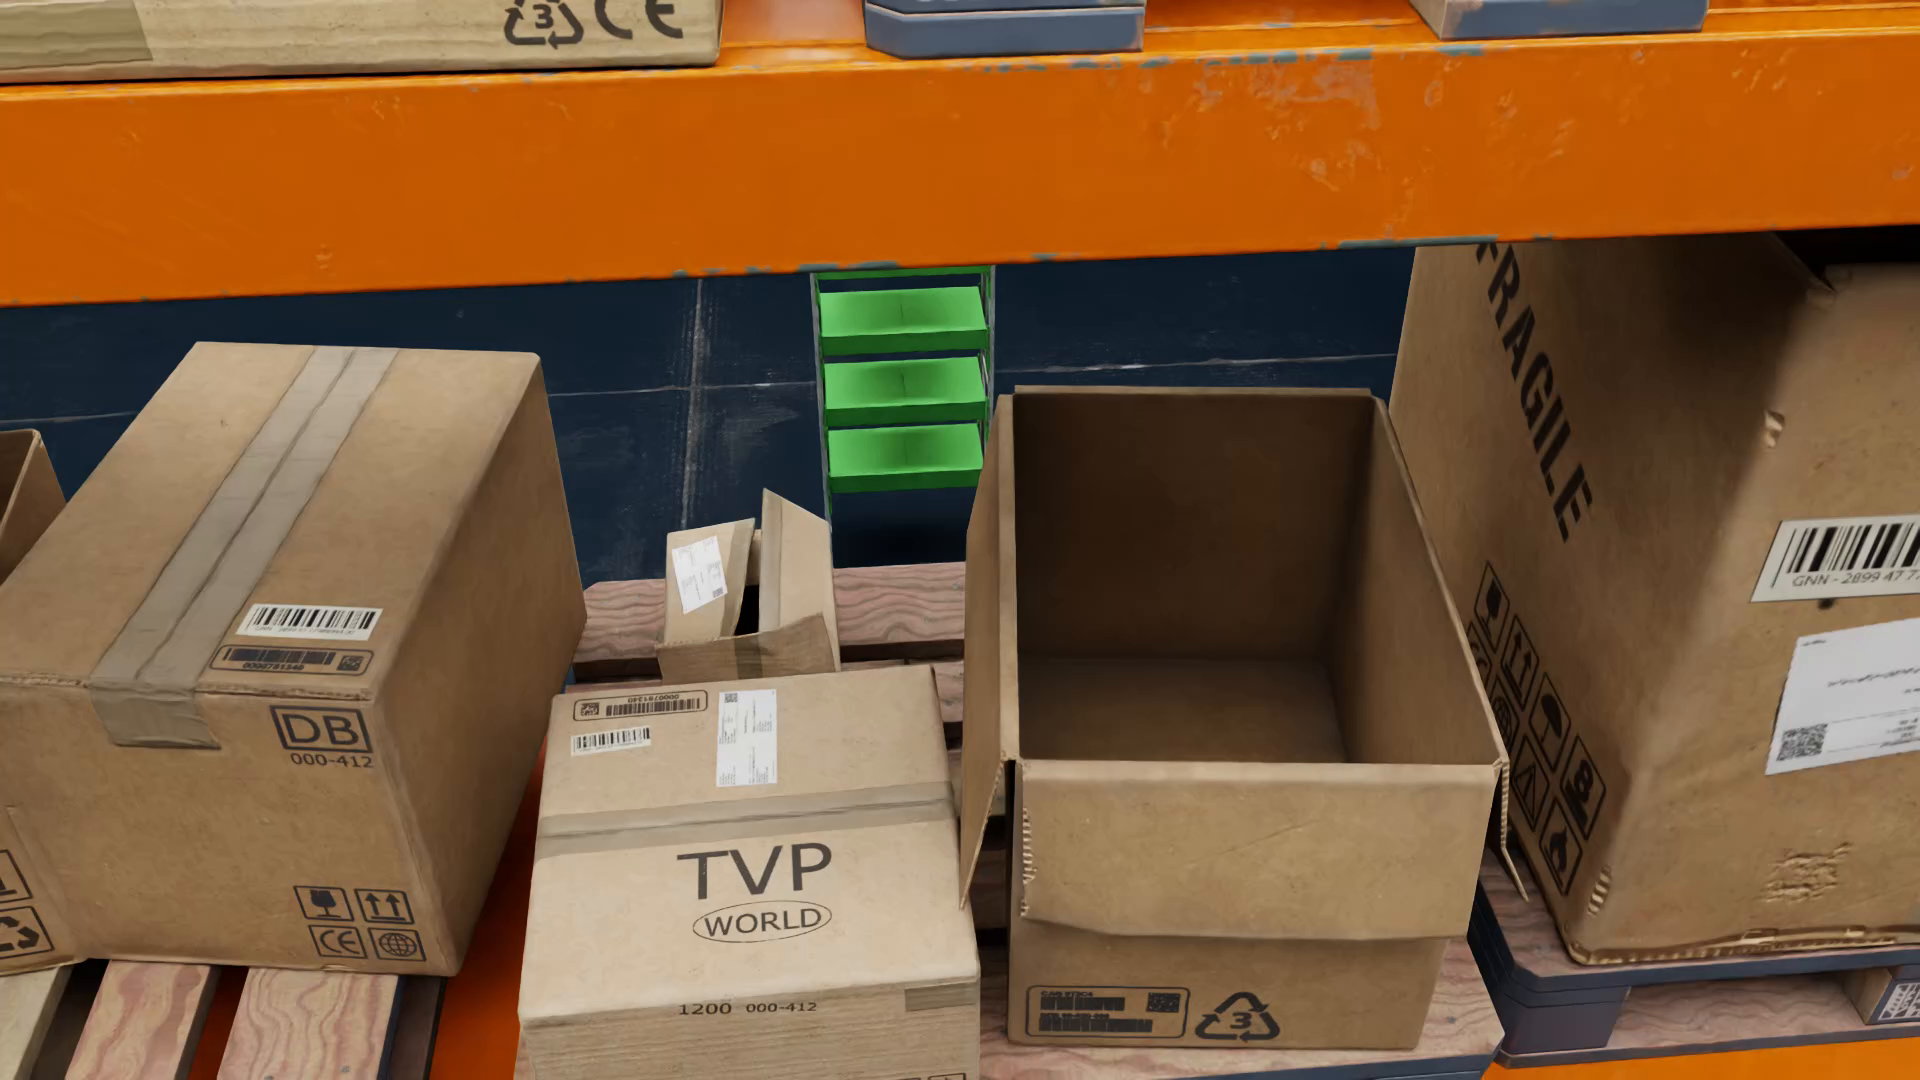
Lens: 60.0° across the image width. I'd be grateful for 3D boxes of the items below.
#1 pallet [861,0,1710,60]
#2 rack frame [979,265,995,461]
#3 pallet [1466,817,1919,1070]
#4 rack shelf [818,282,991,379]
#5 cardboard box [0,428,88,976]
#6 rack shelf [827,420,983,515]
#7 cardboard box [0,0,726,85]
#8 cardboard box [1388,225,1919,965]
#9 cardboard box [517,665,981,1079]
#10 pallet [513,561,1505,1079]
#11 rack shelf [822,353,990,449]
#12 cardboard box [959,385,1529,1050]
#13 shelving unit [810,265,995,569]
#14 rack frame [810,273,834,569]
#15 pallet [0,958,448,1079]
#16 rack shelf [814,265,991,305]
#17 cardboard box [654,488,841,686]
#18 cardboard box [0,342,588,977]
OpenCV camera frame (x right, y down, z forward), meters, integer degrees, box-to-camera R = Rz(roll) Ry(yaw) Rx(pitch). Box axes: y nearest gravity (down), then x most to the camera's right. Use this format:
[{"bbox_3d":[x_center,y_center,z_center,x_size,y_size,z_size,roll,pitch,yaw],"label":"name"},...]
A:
[{"bbox_3d":[0.383,-0.810,1.585,1.003,0.211,1.213,-3,38,-4],"label":"pallet"},{"bbox_3d":[0.078,-0.475,4.884,0.015,1.200,0.240,-3,38,-4],"label":"rack frame"},{"bbox_3d":[1.266,0.294,2.610,1.213,0.211,1.003,-3,38,-4],"label":"pallet"},{"bbox_3d":[-0.165,-0.600,4.758,0.480,0.148,0.258,-3,38,-4],"label":"rack shelf"},{"bbox_3d":[-1.410,0.228,2.120,0.500,0.500,0.500,-8,39,-10],"label":"cardboard box"},{"bbox_3d":[-0.165,-0.223,5.055,0.480,0.148,0.258,-3,38,-4],"label":"rack shelf"},{"bbox_3d":[-0.431,-0.563,1.242,0.500,0.250,0.500,-2,38,-3],"label":"cardboard box"},{"bbox_3d":[1.237,-0.176,2.229,1.000,1.000,1.000,-3,38,-4],"label":"cardboard box"},{"bbox_3d":[-0.254,0.430,2.065,0.500,0.250,0.500,-4,38,-5],"label":"cardboard box"},{"bbox_3d":[0.024,0.428,2.441,1.213,0.211,1.003,-3,38,-4],"label":"pallet"},{"bbox_3d":[-0.165,-0.412,4.906,0.480,0.148,0.258,-3,38,-4],"label":"rack shelf"},{"bbox_3d":[0.322,0.214,2.135,0.637,0.503,0.797,1,38,1],"label":"cardboard box"},{"bbox_3d":[-0.165,-0.462,4.867,0.503,1.200,0.258,-3,38,-4],"label":"shelving unit"},{"bbox_3d":[-0.408,-0.449,4.850,0.015,1.200,0.240,-3,38,-4],"label":"rack frame"},{"bbox_3d":[-1.243,0.457,2.404,1.003,0.211,1.213,-3,38,-4],"label":"pallet"},{"bbox_3d":[-0.165,-0.789,4.609,0.480,0.148,0.258,-3,38,-4],"label":"rack shelf"},{"bbox_3d":[-0.307,0.116,2.451,0.258,0.266,0.396,-4,38,-5],"label":"cardboard box"},{"bbox_3d":[-0.862,0.136,2.237,0.500,0.500,0.700,2,38,3],"label":"cardboard box"}]
